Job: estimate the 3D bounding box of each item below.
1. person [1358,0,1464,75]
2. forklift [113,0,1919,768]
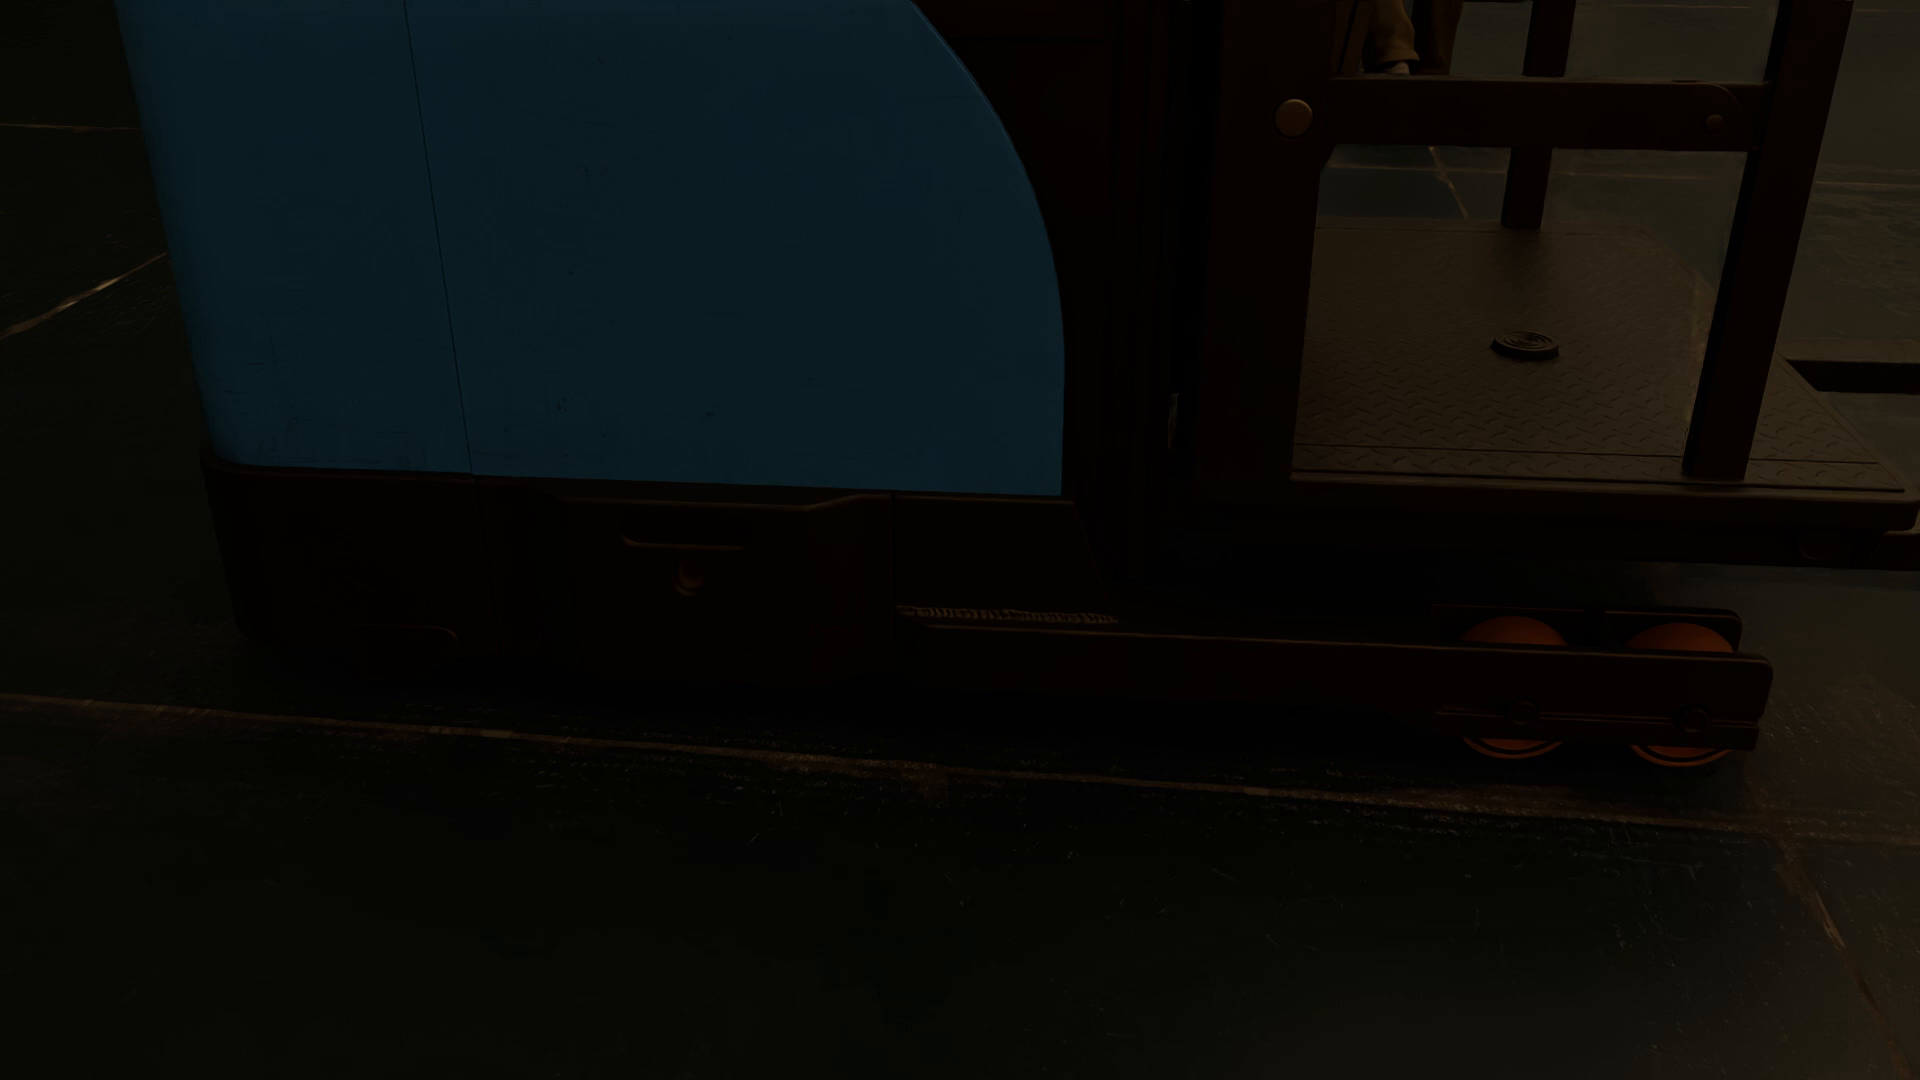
[{"bbox_3d":[1.377,-2.101,4.753,0.948,1.760,0.782,0,27,1],"label":"person"},{"bbox_3d":[0.611,-1.292,1.807,3.031,2.935,1.130,2,27,4],"label":"forklift"}]
